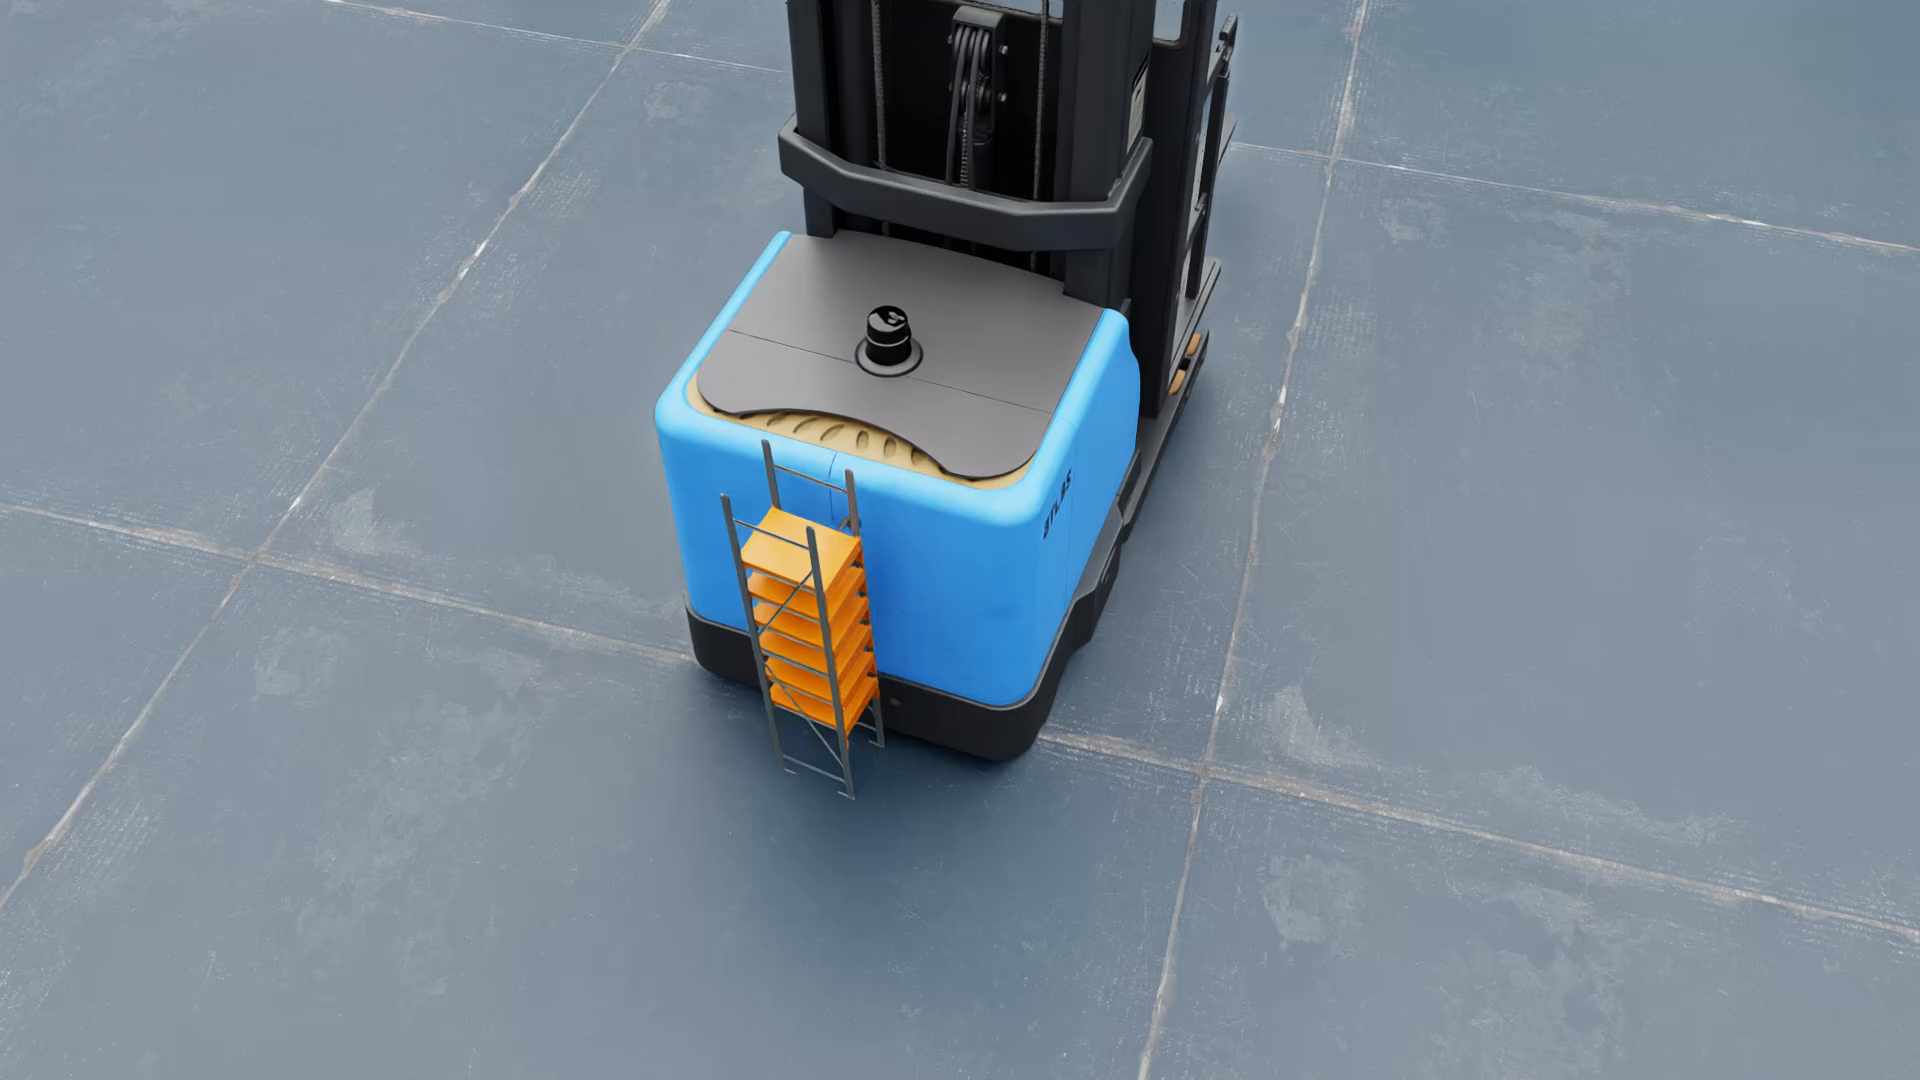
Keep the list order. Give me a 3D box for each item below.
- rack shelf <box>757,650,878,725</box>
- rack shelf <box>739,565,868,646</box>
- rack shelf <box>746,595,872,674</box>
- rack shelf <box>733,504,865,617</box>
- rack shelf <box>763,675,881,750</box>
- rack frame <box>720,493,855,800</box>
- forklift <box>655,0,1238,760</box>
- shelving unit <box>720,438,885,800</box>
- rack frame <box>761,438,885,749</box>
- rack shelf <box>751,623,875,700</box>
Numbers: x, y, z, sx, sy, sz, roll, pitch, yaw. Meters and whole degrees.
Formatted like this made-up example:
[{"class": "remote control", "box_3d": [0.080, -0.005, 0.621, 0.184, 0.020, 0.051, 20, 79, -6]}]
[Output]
[{"class": "rack shelf", "box_3d": [-0.371, 0.346, 4.357, 0.258, 0.103, 0.180, 20, 55, 17]}, {"class": "rack shelf", "box_3d": [-0.381, 0.122, 4.075, 0.258, 0.103, 0.180, 20, 55, 17]}, {"class": "rack shelf", "box_3d": [-0.378, 0.197, 4.169, 0.258, 0.103, 0.180, 20, 55, 17]}, {"class": "rack shelf", "box_3d": [-0.384, 0.048, 3.981, 0.258, 0.103, 0.180, 20, 55, 17]}, {"class": "rack shelf", "box_3d": [-0.368, 0.420, 4.451, 0.258, 0.103, 0.180, 20, 55, 17]}, {"class": "rack frame", "box_3d": [-0.416, 0.309, 4.178, 0.240, 1.200, 0.006, 20, 55, 17]}, {"class": "forklift", "box_3d": [0.212, -1.488, 4.609, 1.130, 2.935, 3.031, 16, 50, 13]}, {"class": "shelving unit", "box_3d": [-0.376, 0.244, 4.228, 0.258, 1.200, 0.189, 20, 55, 17]}, {"class": "rack frame", "box_3d": [-0.336, 0.178, 4.279, 0.240, 1.200, 0.006, 20, 55, 17]}, {"class": "rack shelf", "box_3d": [-0.375, 0.271, 4.263, 0.258, 0.103, 0.180, 20, 55, 17]}]
